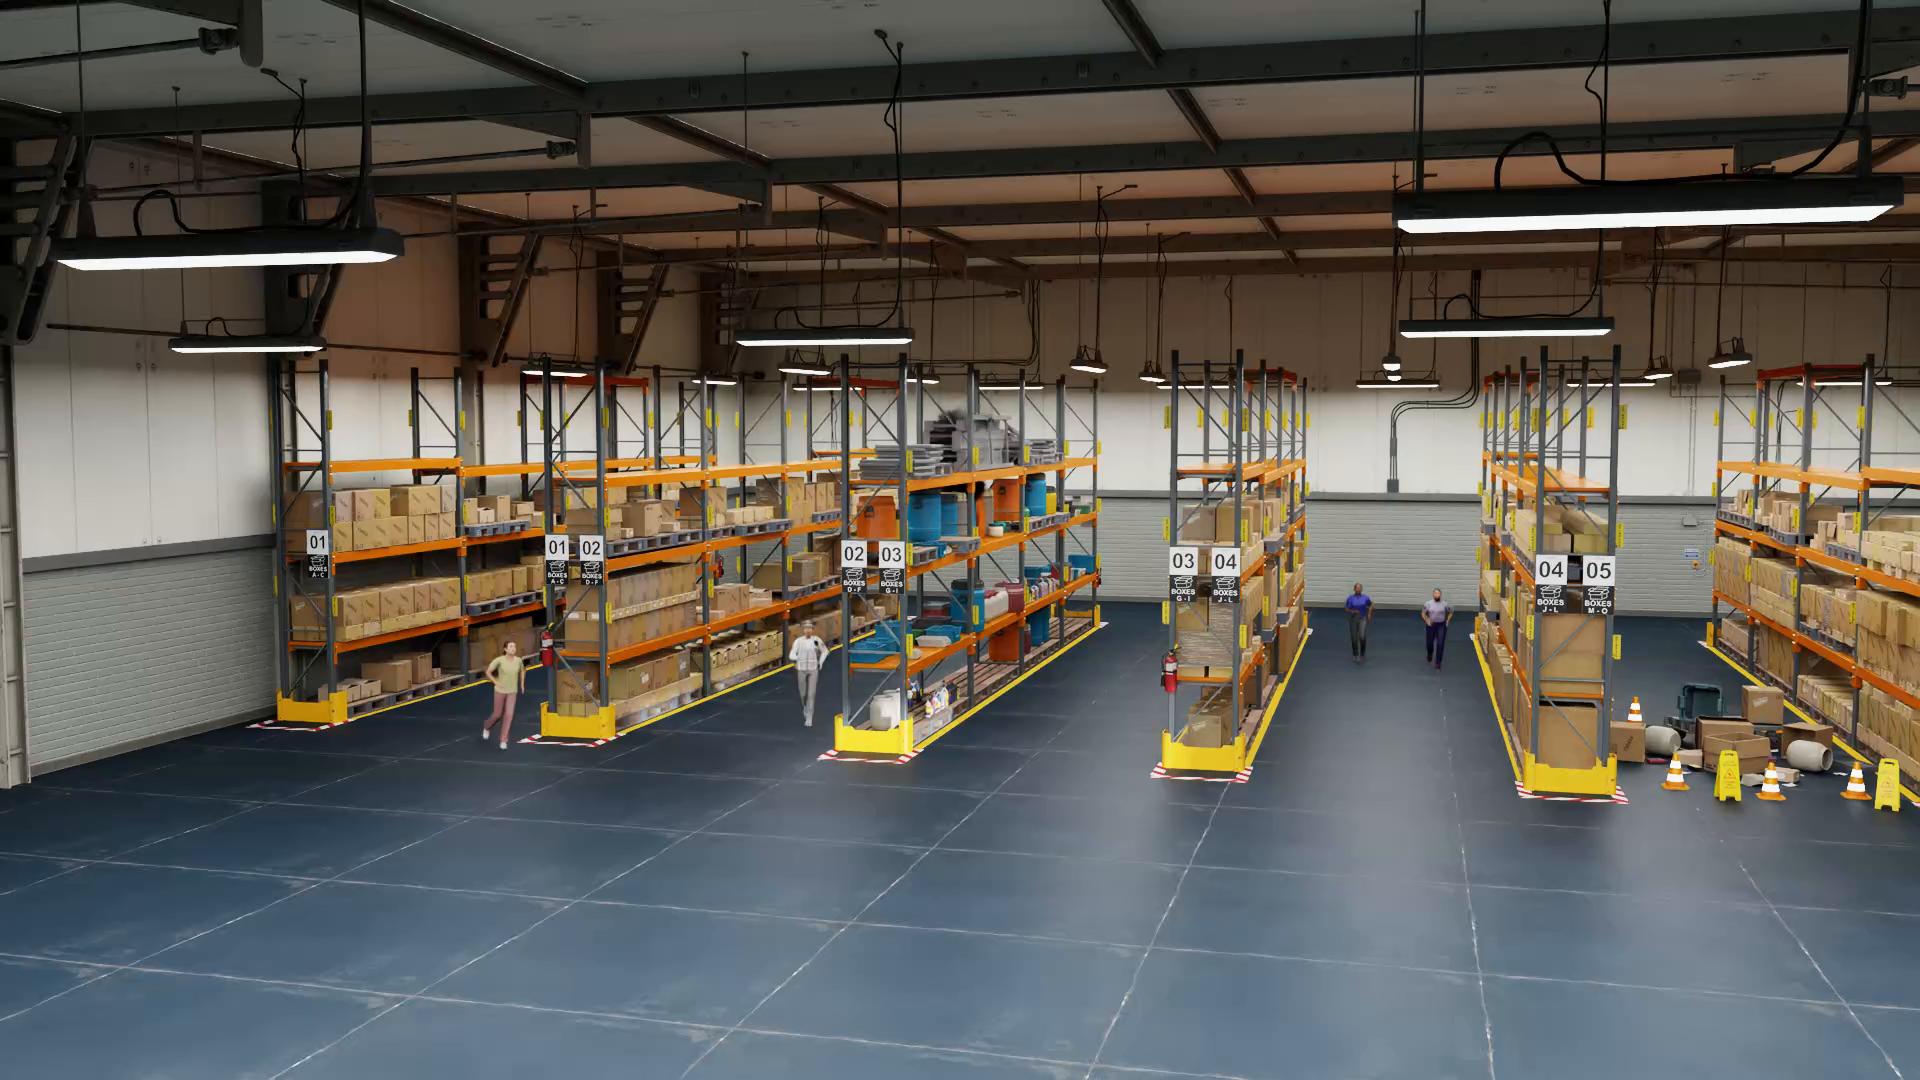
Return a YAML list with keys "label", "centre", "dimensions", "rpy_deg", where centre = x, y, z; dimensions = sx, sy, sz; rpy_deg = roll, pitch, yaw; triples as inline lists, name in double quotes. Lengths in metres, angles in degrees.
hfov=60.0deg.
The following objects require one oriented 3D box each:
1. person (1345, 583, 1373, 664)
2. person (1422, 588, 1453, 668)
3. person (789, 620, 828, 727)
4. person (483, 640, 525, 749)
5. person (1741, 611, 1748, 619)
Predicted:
- label: "person"
  centre: [8.208, 1.725, 34.253]
  dimensions: [0.536, 1.660, 0.686]
  rpy_deg: [1, 4, 16]
- label: "person"
  centre: [9.682, 1.781, 33.754]
  dimensions: [0.607, 1.601, 0.589]
  rpy_deg: [1, 4, 14]
- label: "person"
  centre: [-2.455, 2.120, 26.922]
  dimensions: [0.617, 1.667, 0.871]
  rpy_deg: [0, 4, 0]
- label: "person"
  centre: [-6.956, 2.353, 25.583]
  dimensions: [0.636, 1.600, 0.884]
  rpy_deg: [-3, 5, -33]
- label: "person"
  centre: [18.016, 1.493, 37.921]
  dimensions: [0.766, 1.647, 0.618]
  rpy_deg: [-4, 5, -40]
